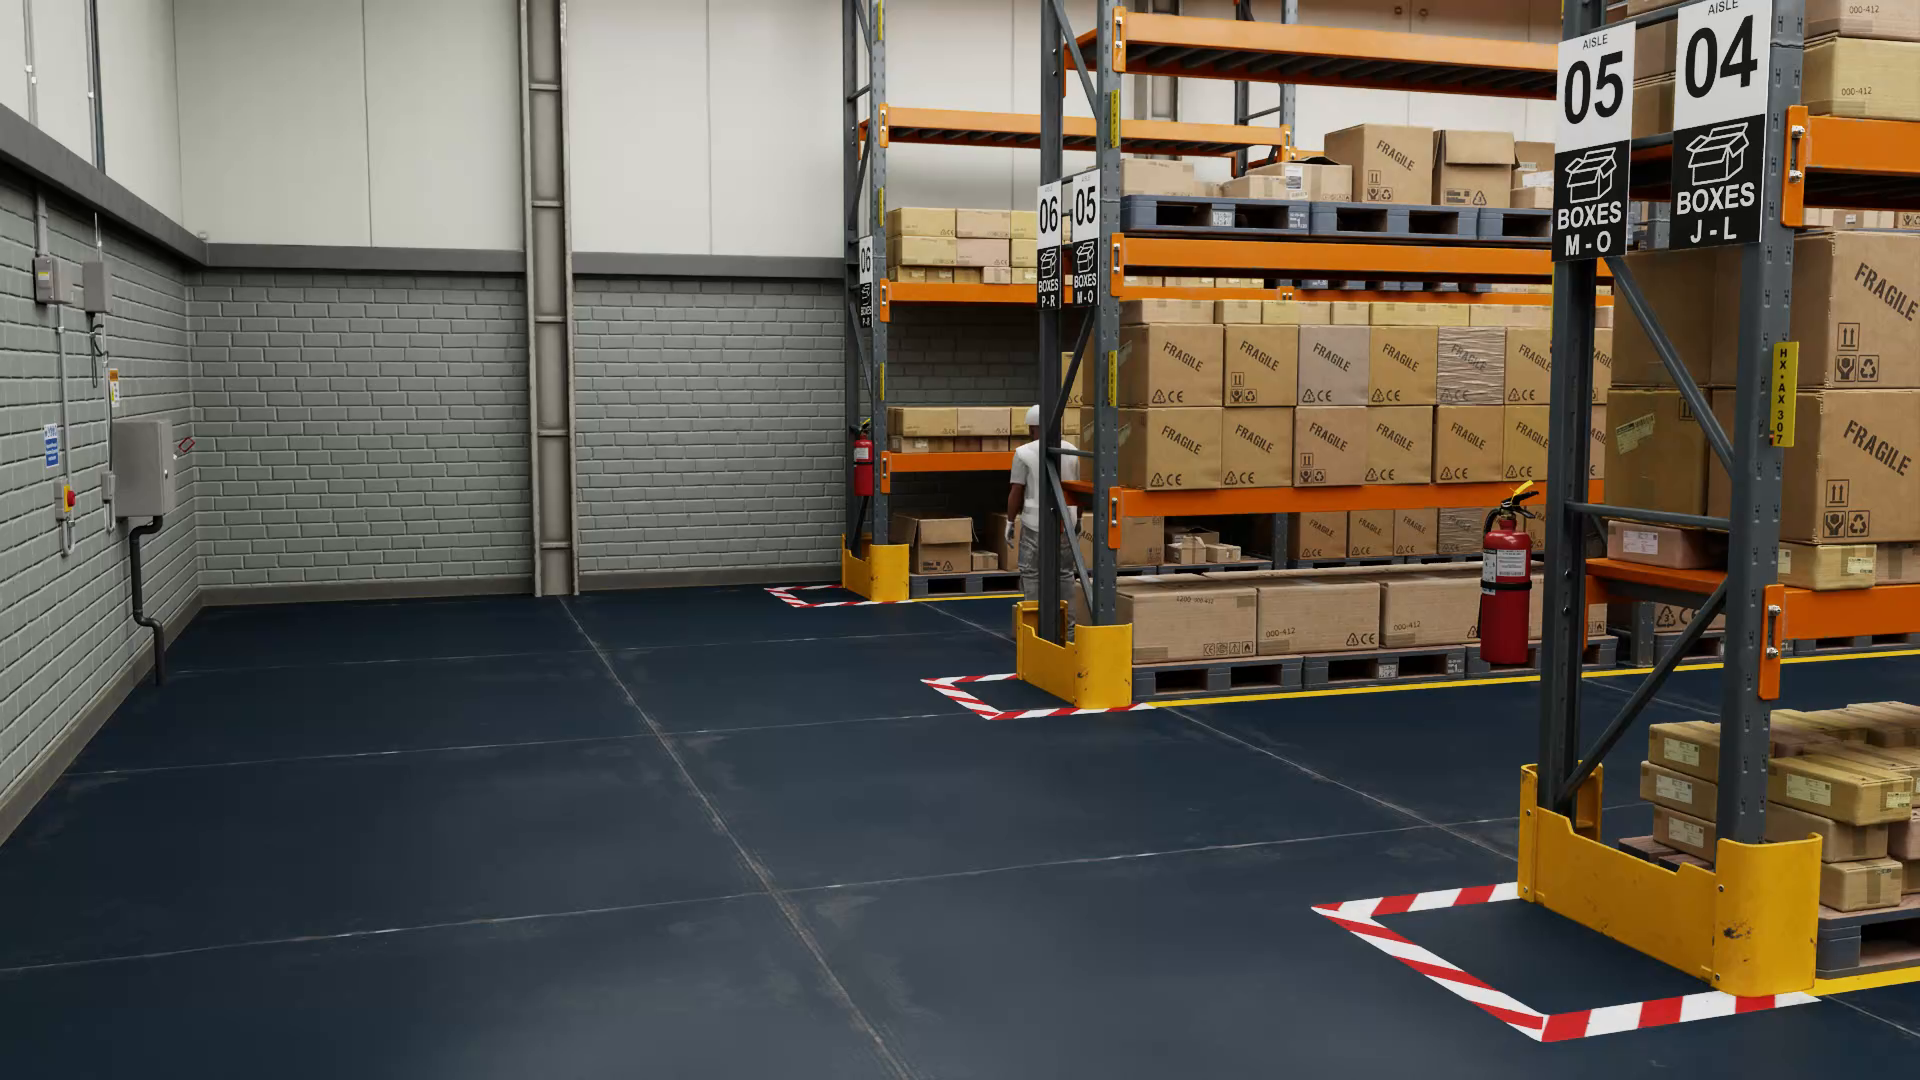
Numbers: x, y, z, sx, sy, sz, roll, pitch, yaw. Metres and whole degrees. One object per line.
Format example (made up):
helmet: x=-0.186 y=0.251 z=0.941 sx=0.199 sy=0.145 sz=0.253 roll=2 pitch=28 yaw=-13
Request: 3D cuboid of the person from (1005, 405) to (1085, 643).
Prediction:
person: x=0.633 y=-0.109 z=12.308 sx=0.633 sy=1.775 sz=0.448 roll=-2 pitch=6 yaw=-21
